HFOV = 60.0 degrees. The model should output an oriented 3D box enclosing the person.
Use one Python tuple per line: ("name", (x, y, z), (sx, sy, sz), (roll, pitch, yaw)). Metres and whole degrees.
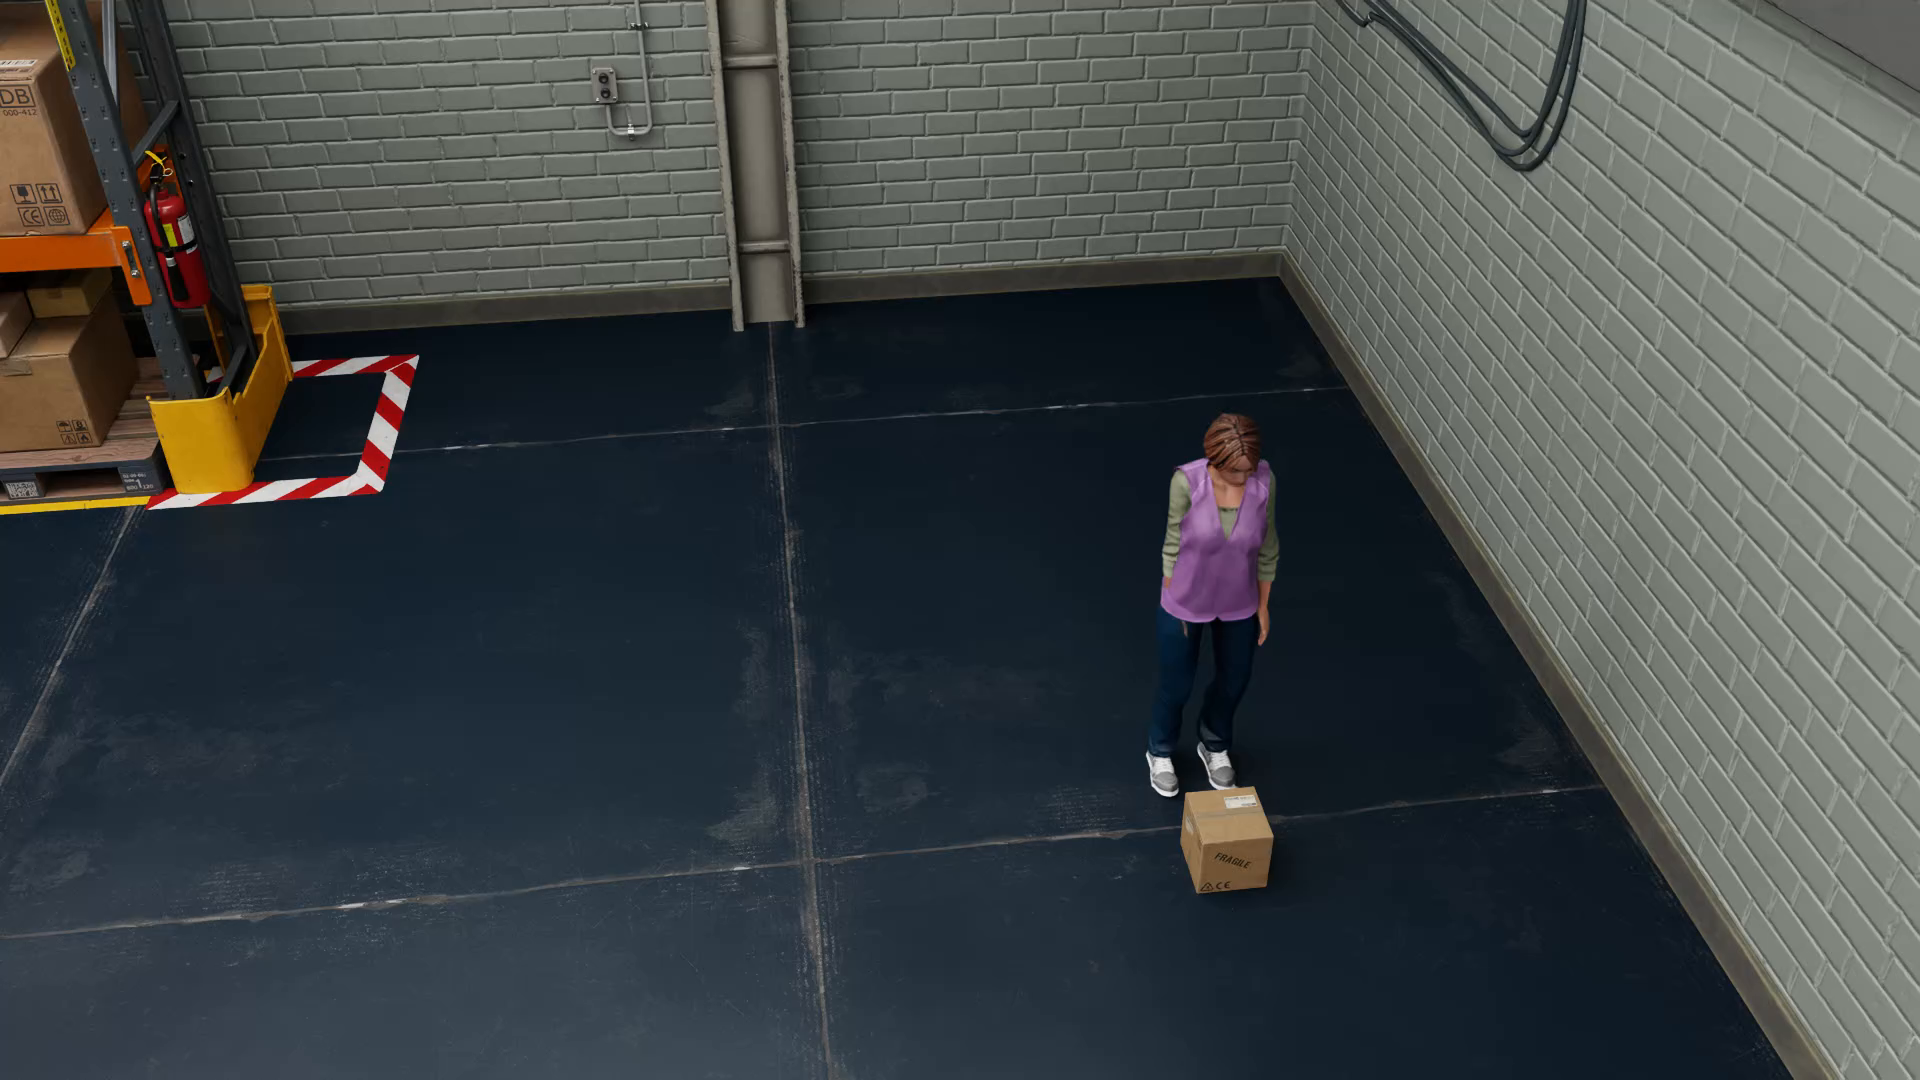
("person", (0.895, 0.234, 5.851), (0.410, 1.575, 0.305), (-4, 35, -5))
